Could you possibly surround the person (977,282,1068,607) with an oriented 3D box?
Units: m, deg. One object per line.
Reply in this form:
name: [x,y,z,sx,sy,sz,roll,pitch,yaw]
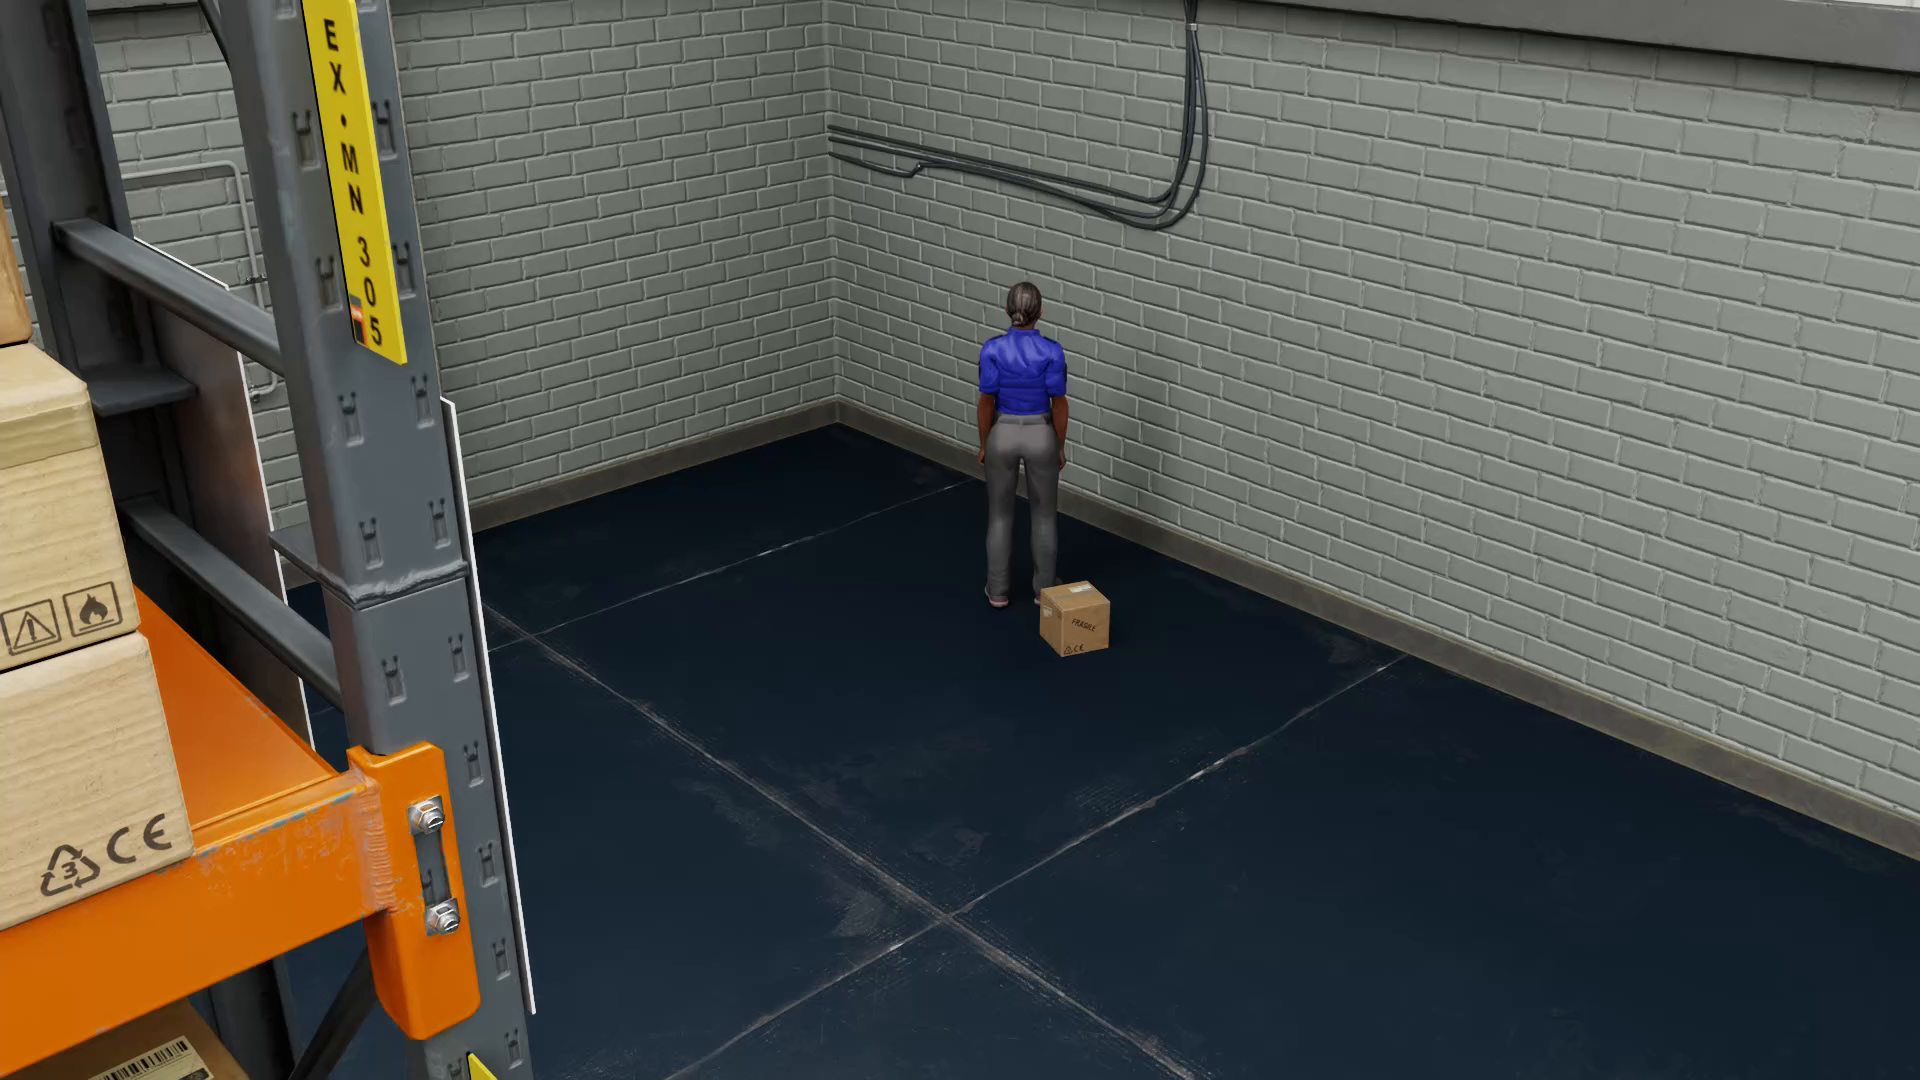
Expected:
person: [0.307,-0.460,8.118,0.444,1.662,0.330,2,25,4]
